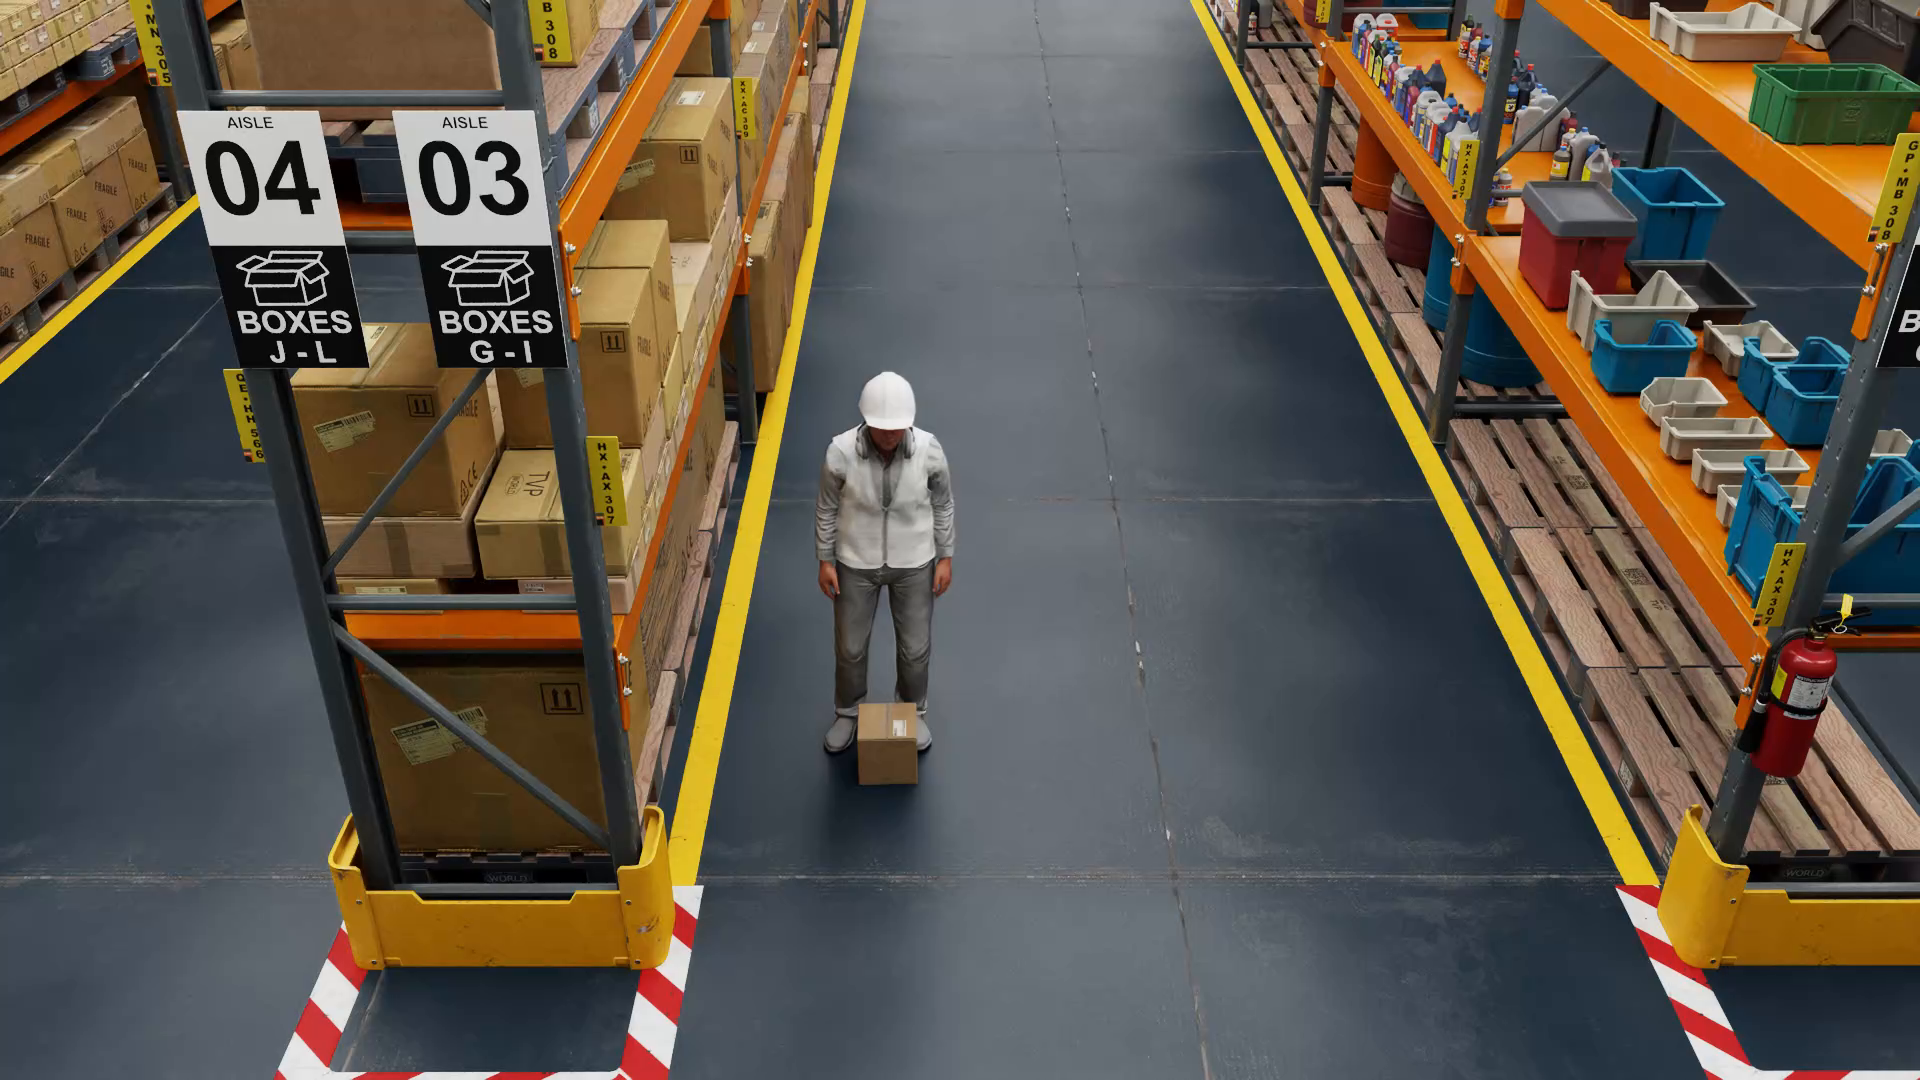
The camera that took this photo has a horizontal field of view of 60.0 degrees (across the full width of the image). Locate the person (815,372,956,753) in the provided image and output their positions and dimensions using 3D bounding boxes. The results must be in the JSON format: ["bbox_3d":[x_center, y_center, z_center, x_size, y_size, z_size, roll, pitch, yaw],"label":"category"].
[{"bbox_3d":[-0.312,0.090,6.964,0.590,1.767,0.464,-2,31,-3],"label":"person"}]
